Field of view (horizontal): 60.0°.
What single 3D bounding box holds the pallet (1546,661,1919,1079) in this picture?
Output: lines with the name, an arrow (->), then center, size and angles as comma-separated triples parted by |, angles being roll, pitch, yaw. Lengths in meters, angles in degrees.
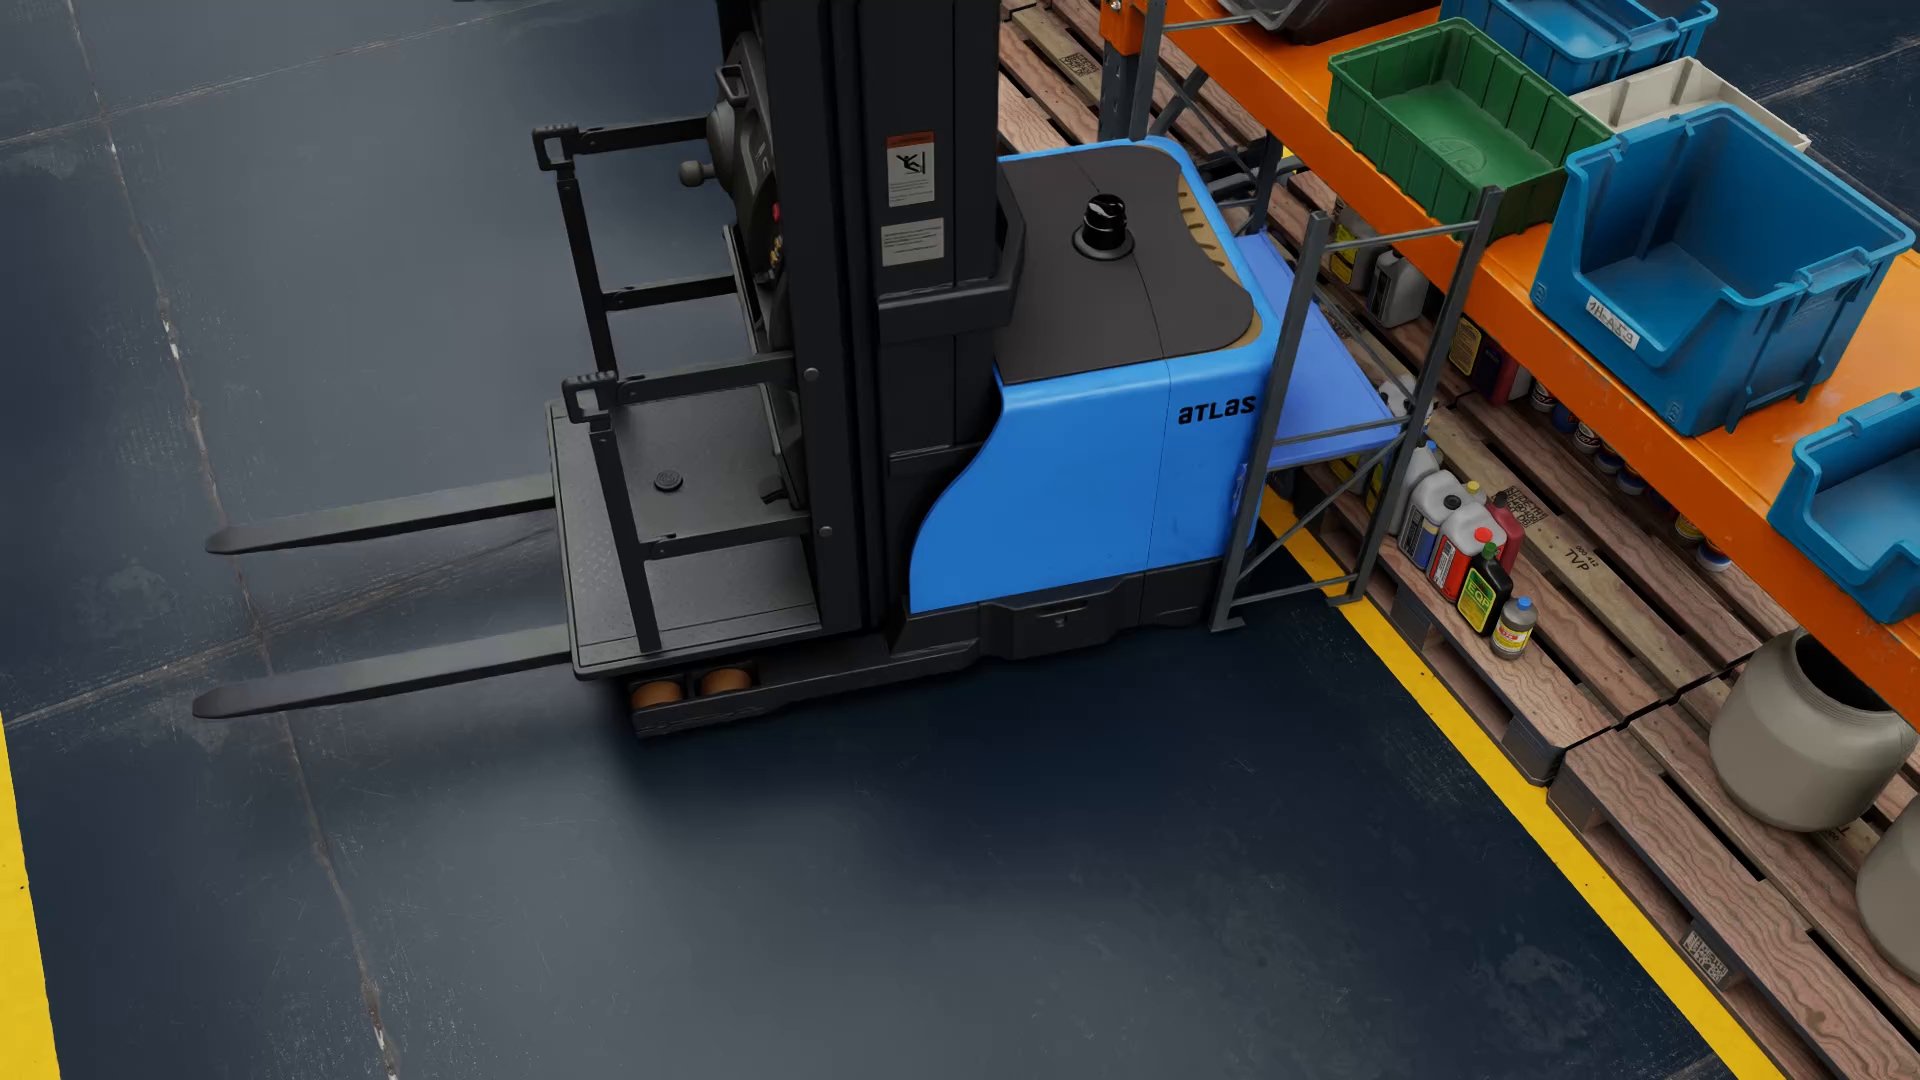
pallet -> 2.330, 0.873, 4.346 | 1.003, 0.211, 1.213 | -21, 52, -18

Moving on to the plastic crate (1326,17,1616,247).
plastic crate -> 1.313, -1.066, 4.331 | 0.450, 0.188, 0.662 | -21, 52, -18

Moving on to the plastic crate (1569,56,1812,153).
plastic crate -> 1.911, -1.055, 4.356 | 0.530, 0.136, 0.437 | -21, 52, -18

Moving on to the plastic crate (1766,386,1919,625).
plastic crate -> 1.986, -0.084, 3.430 | 0.499, 0.251, 0.408 | -21, 52, -18

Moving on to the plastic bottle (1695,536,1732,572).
plastic bottle -> 2.221, -0.032, 4.806 | 0.097, 0.271, 0.097 | 0, 49, 0

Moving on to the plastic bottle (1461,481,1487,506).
plastic bottle -> 1.491, -0.093, 4.905 | 0.097, 0.201, 0.097 | 0, 49, 0

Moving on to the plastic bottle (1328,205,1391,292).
plastic bottle -> 1.366, -1.033, 5.628 | 0.144, 0.351, 0.185 | -21, 52, -18

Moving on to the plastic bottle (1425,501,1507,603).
plastic bottle -> 1.452, 0.031, 4.747 | 0.152, 0.276, 0.135 | -21, 52, -17

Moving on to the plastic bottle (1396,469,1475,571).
plastic bottle -> 1.389, -0.062, 4.829 | 0.152, 0.276, 0.135 | -23, 53, -19

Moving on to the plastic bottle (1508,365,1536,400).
plastic bottle -> 1.801, -0.603, 5.302 | 0.152, 0.276, 0.135 | -20, 52, -17

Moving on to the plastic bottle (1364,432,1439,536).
plastic bottle -> 1.309, -0.196, 4.896 | 0.144, 0.351, 0.185 | -19, 52, -16

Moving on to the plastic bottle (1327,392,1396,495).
plastic bottle -> 1.224, -0.321, 5.005 | 0.144, 0.351, 0.185 | -22, 52, -18

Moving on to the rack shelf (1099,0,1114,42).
rack shelf -> 0.028, -3.243, 6.572 | 1.077, 0.370, 4.000 | -21, 52, -18

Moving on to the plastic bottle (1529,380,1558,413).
plastic bottle -> 1.879, -0.509, 5.269 | 0.097, 0.201, 0.097 | 0, 49, 0

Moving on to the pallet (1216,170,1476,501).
pallet -> 1.213, -0.760, 5.774 | 1.003, 0.211, 1.213 | -21, 52, -18

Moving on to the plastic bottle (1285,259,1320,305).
plastic bottle -> 1.072, -0.781, 5.408 | 0.144, 0.351, 0.185 | -21, 52, -18

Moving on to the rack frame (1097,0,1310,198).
rack frame -> 0.943, -2.142, 5.130 | 1.000, 3.000, 0.127 | -21, 52, -18

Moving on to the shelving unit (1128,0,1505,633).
shelving unit -> 0.869, -0.650, 4.794 | 0.538, 1.500, 1.048 | -11, 49, -14

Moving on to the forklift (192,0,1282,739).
forklift -> -0.698, -0.848, 4.044 | 3.031, 2.935, 1.130 | -10, 50, -9

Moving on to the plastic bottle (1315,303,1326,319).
plastic bottle -> 1.117, -0.650, 5.346 | 0.097, 0.271, 0.097 | 0, 49, 0

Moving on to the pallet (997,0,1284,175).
pallet -> 0.549, -1.736, 6.628 | 1.003, 0.211, 1.213 | -21, 52, -18

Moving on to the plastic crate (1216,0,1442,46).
plastic crate -> 1.070, -1.727, 4.809 | 0.767, 0.338, 0.504 | -21, 52, -18

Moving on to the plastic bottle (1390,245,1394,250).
plastic bottle -> 1.494, -1.083, 5.672 | 0.144, 0.351, 0.185 | -22, 53, -18

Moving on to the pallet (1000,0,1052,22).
pallet -> -0.013, -2.554, 7.343 | 1.003, 0.211, 1.213 | -21, 52, -18

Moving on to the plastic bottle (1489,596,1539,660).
plastic bottle -> 1.543, 0.234, 4.620 | 0.097, 0.201, 0.097 | 0, 49, 0

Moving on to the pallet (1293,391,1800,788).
pallet -> 1.776, 0.058, 5.059 | 1.003, 0.211, 1.213 | -21, 52, -18

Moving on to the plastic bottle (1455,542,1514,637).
plastic bottle -> 1.474, 0.135, 4.652 | 0.061, 0.283, 0.133 | -20, 52, -17

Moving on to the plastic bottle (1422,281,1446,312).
plastic bottle -> 1.582, -0.954, 5.559 | 0.144, 0.351, 0.185 | -24, 53, -19

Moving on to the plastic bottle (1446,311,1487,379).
plastic bottle -> 1.650, -0.663, 5.350 | 0.061, 0.283, 0.133 | -21, 52, -18

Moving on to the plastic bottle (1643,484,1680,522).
plastic bottle -> 2.134, -0.194, 4.939 | 0.061, 0.283, 0.133 | -20, 52, -17

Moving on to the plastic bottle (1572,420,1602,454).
plastic bottle -> 1.973, -0.372, 5.149 | 0.097, 0.201, 0.097 | 0, 49, 0

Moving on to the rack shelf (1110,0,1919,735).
rack shelf -> 1.858, -0.566, 4.230 | 1.077, 0.370, 4.000 | -21, 52, -18

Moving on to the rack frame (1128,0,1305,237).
rack frame -> 0.718, -1.012, 5.118 | 0.500, 1.500, 0.032 | -11, 49, -14

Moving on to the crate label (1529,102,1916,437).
crate label -> 1.691, -0.615, 3.772 | 0.502, 0.435, 0.616 | -21, 52, -18

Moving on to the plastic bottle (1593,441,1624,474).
plastic bottle -> 2.018, -0.328, 5.065 | 0.097, 0.271, 0.097 | 0, 49, 0

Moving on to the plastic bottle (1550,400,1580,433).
plastic bottle -> 1.926, -0.464, 5.183 | 0.097, 0.271, 0.097 | 0, 49, 0

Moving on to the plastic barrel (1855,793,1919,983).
plastic barrel -> 2.404, 0.802, 3.930 | 0.421, 0.512, 0.421 | 0, 49, 0

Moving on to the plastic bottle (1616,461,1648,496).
plastic bottle -> 2.064, -0.261, 5.006 | 0.097, 0.271, 0.097 | 0, 49, 0

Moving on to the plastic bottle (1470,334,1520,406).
plastic bottle -> 1.706, -0.569, 5.267 | 0.061, 0.283, 0.133 | -21, 52, -18

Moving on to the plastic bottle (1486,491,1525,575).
plastic bottle -> 1.547, -0.009, 4.777 | 0.061, 0.283, 0.133 | -21, 52, -18

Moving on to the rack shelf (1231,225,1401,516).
rack shelf -> 0.859, -0.528, 4.926 | 0.538, 0.185, 1.000 | -11, 49, -14

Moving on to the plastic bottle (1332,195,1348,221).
plastic bottle -> 1.386, -1.230, 5.900 | 0.097, 0.201, 0.097 | 0, 49, 0

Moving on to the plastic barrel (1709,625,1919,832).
plastic barrel -> 2.175, 0.467, 4.223 | 0.421, 0.512, 0.421 | 0, 49, 0

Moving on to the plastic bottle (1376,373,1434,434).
plastic bottle -> 1.345, -0.364, 5.093 | 0.152, 0.276, 0.135 | -21, 52, -18

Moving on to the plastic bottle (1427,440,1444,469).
plastic bottle -> 1.397, -0.218, 5.014 | 0.097, 0.201, 0.097 | 0, 49, 0

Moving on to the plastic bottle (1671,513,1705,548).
plastic bottle -> 2.174, -0.078, 4.892 | 0.097, 0.201, 0.097 | 0, 49, 0

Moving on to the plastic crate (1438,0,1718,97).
plastic crate -> 1.691, -1.446, 4.620 | 0.499, 0.251, 0.616 | -21, 52, -18

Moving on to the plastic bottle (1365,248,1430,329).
plastic bottle -> 1.462, -0.862, 5.528 | 0.152, 0.276, 0.135 | -21, 52, -18

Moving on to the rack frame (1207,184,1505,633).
rack frame -> 1.020, -0.289, 4.470 | 0.500, 1.500, 0.032 | -11, 49, -14
